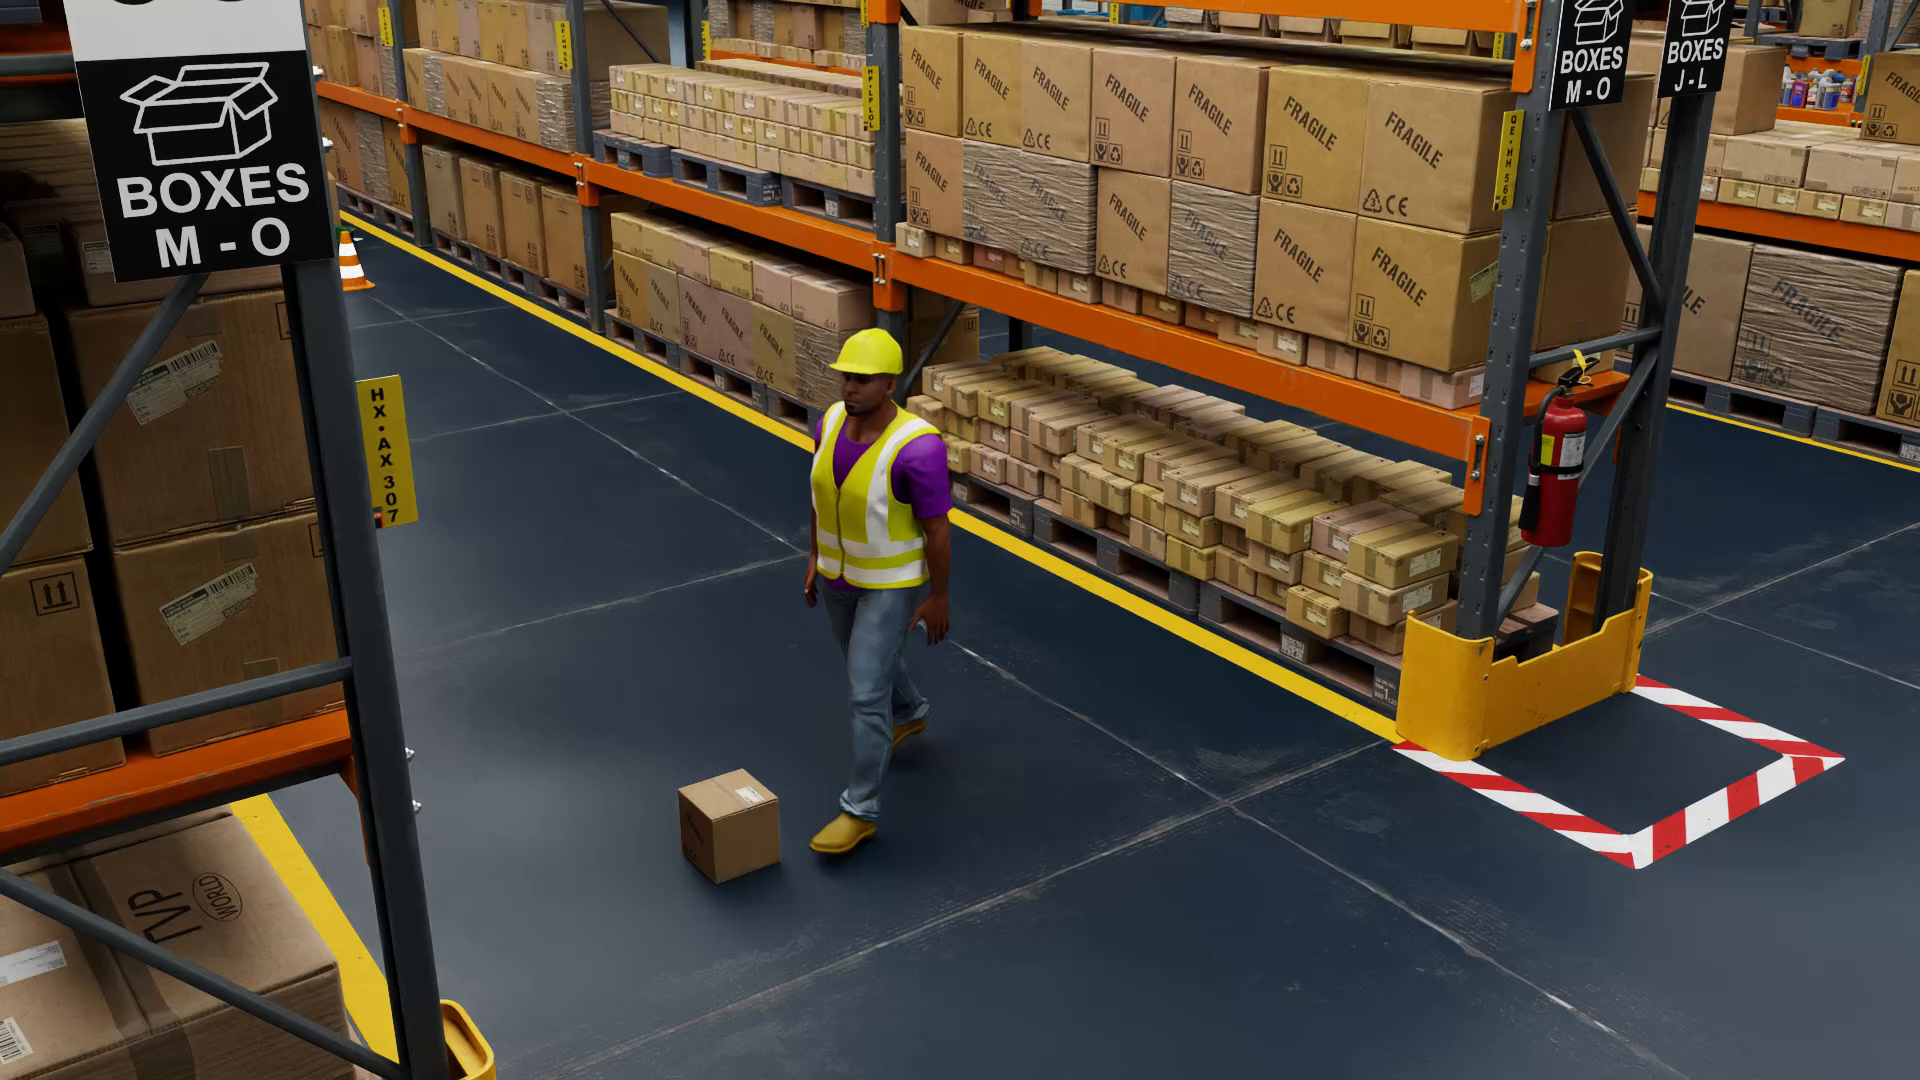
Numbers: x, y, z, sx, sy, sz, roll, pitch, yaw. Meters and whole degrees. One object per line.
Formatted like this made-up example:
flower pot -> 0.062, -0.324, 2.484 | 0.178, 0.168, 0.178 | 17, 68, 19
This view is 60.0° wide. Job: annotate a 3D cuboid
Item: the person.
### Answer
person -> -0.324, 0.125, 5.730 | 0.603, 1.740, 0.912 | 18, 27, 38
